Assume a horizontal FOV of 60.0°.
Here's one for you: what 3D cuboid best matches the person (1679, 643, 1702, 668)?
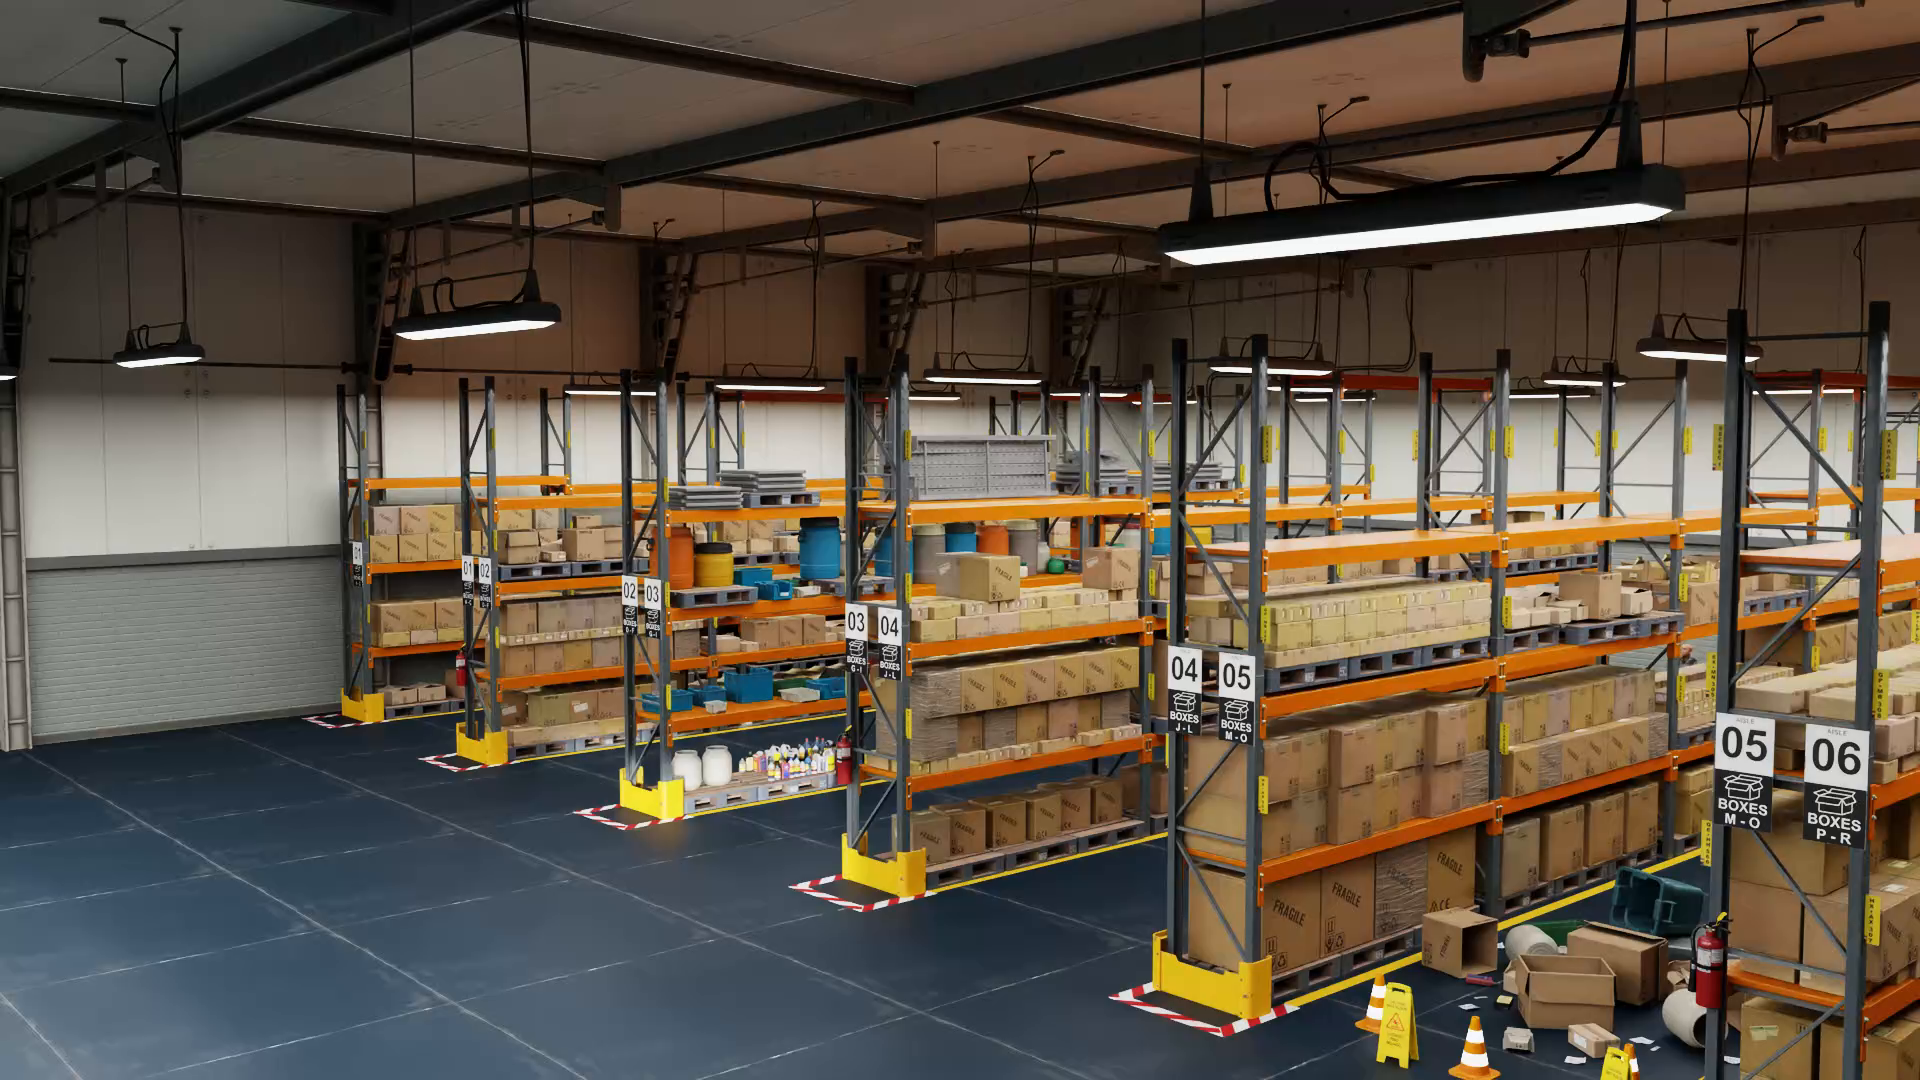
[{"bbox_3d":[11.807,2.538,27.103,0.647,1.707,0.673,4,5,44],"label":"person"}]
